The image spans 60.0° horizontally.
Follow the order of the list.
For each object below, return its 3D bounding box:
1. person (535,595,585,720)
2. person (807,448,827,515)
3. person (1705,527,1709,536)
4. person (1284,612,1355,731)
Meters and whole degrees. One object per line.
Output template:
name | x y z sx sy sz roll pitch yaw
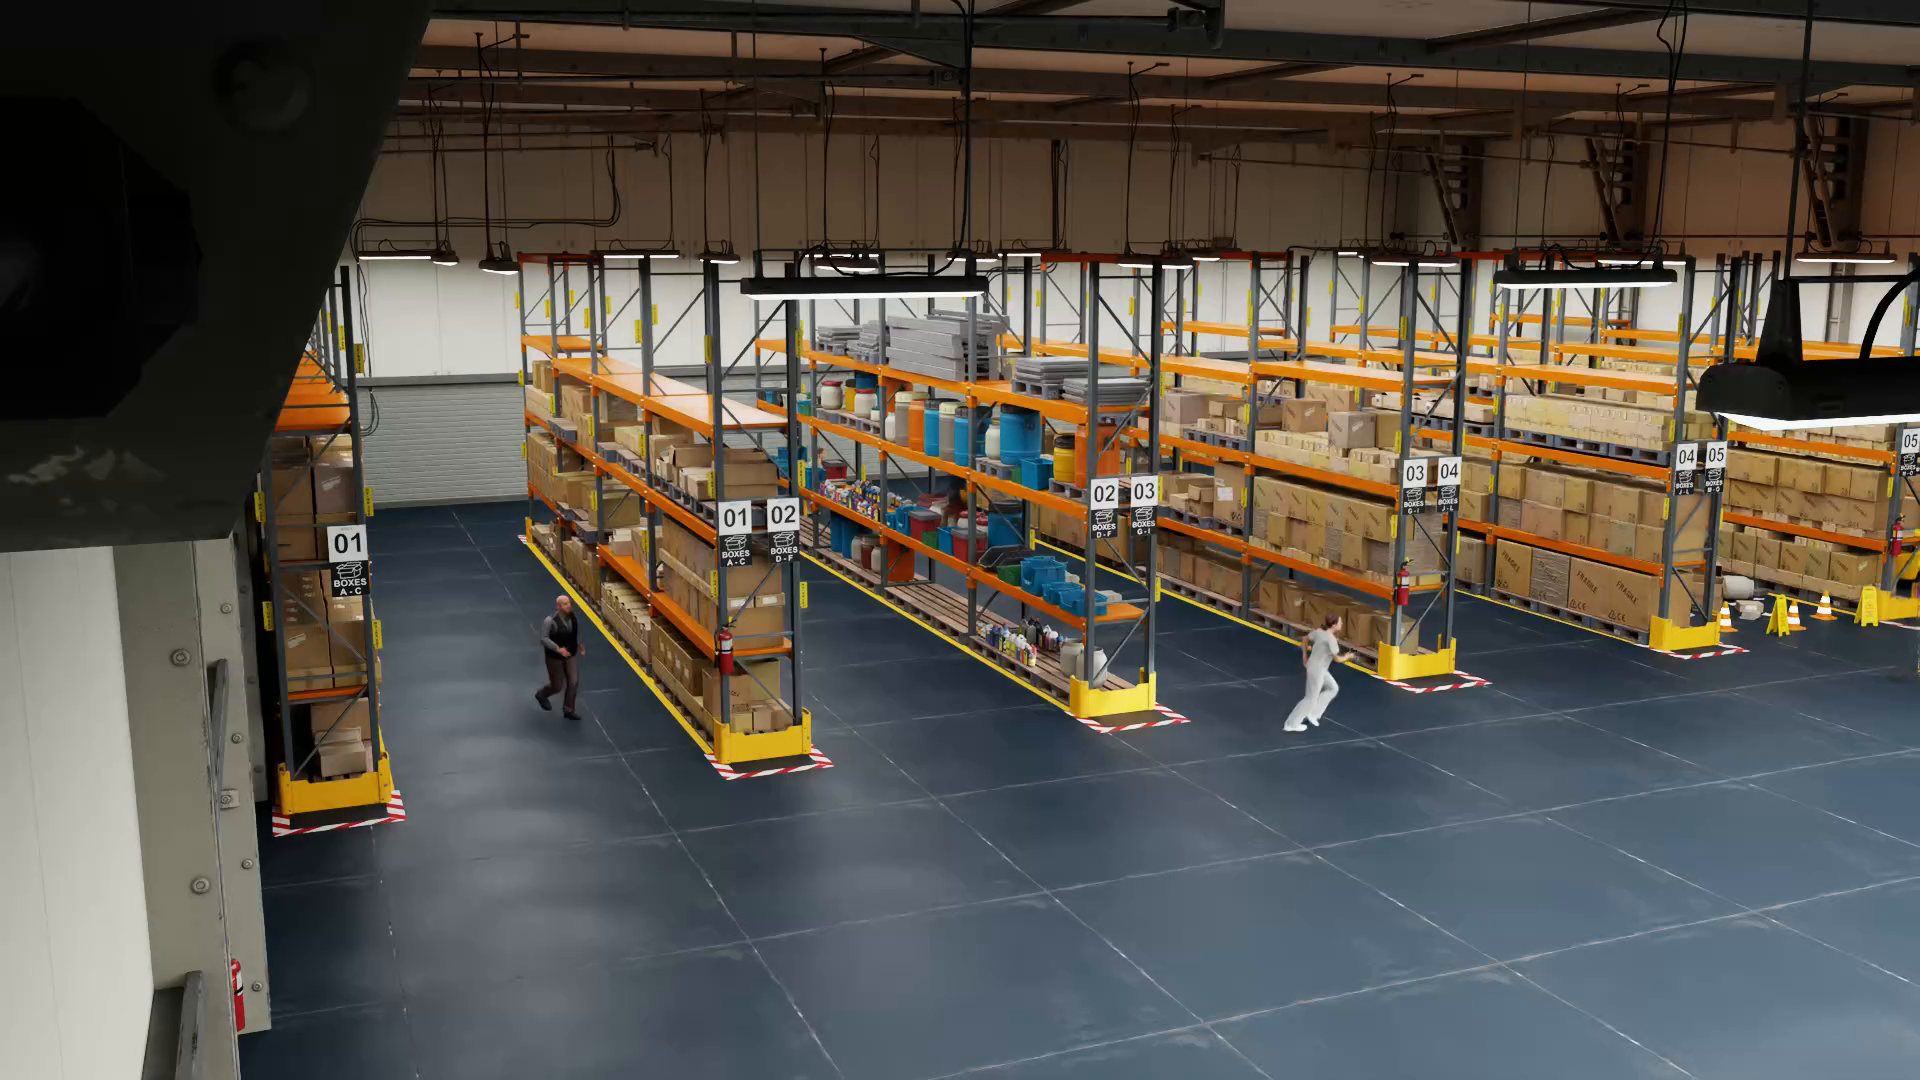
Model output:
person | -5.342 1.532 22.043 0.818 1.681 0.654 9 14 41
person | -3.271 -1.332 37.980 0.583 1.578 0.620 5 11 25
person | 15.106 -0.553 33.779 0.694 1.561 0.845 -8 13 -39
person | 4.627 1.686 21.374 0.894 1.566 0.552 0 10 -1
